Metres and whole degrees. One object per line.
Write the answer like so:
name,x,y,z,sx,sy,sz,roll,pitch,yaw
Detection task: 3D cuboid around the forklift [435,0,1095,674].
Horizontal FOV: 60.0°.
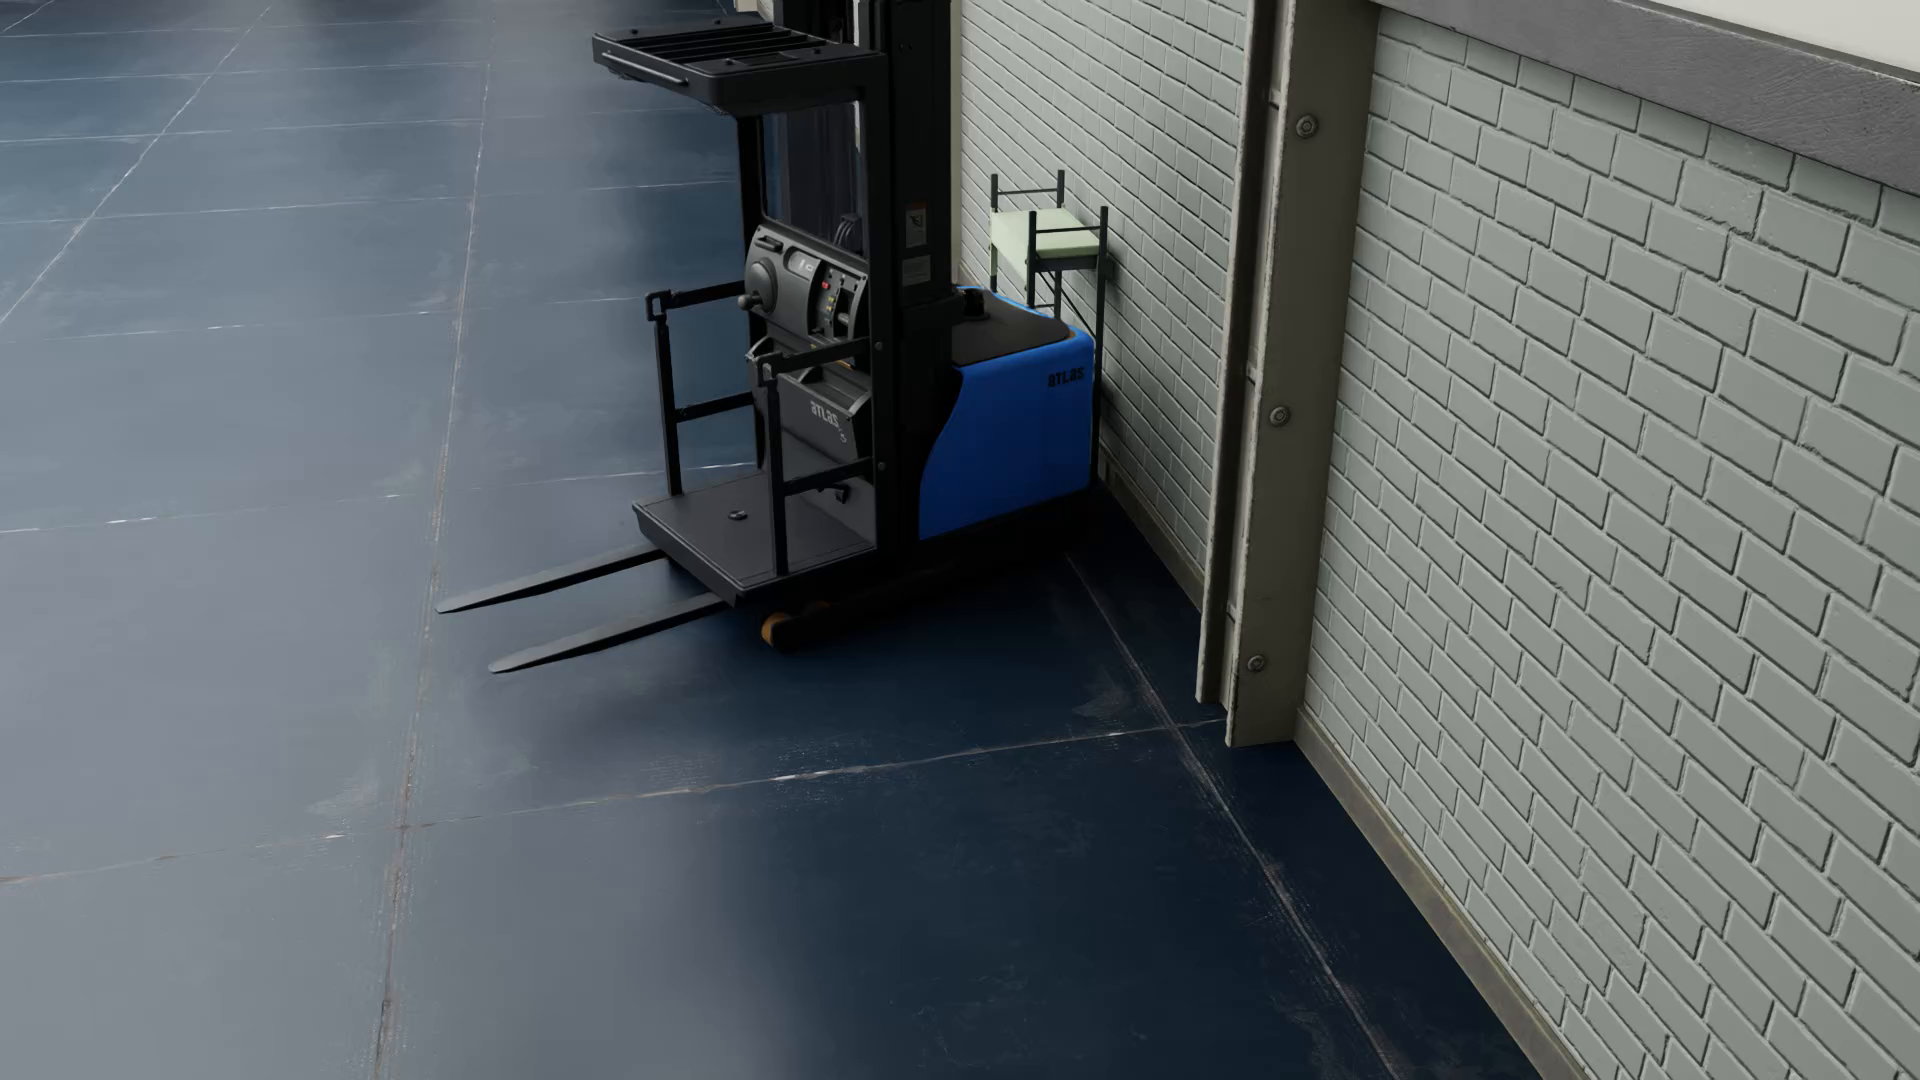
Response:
forklift,-0.847,-1.095,7.166,3.031,2.935,1.130,-18,32,-31

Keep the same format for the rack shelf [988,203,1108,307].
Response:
rack shelf,0.445,-1.458,8.607,0.431,0.370,0.720,-6,27,-12

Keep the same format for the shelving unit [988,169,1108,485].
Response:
shelving unit,0.445,-1.109,8.783,0.431,1.500,0.755,-6,27,-12

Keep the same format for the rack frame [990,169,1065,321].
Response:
rack frame,0.358,-1.269,9.101,0.400,1.500,0.023,-6,27,-12

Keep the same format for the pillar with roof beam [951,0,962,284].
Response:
pillar with roof beam,-4.369,-5.490,9.140,9.100,9.000,0.400,-6,27,-12

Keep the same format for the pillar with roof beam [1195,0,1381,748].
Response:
pillar with roof beam,-3.017,-2.856,3.921,9.100,9.000,0.400,-6,27,-12

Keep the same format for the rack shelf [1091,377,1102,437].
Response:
rack shelf,0.445,-0.818,8.930,0.431,0.370,0.720,-6,27,-12

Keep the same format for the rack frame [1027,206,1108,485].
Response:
rack frame,0.532,-0.949,8.466,0.400,1.500,0.023,-6,27,-12

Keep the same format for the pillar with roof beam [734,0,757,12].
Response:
pillar with roof beam,-7.073,-10.758,19.577,9.100,9.000,0.400,-6,27,-12
